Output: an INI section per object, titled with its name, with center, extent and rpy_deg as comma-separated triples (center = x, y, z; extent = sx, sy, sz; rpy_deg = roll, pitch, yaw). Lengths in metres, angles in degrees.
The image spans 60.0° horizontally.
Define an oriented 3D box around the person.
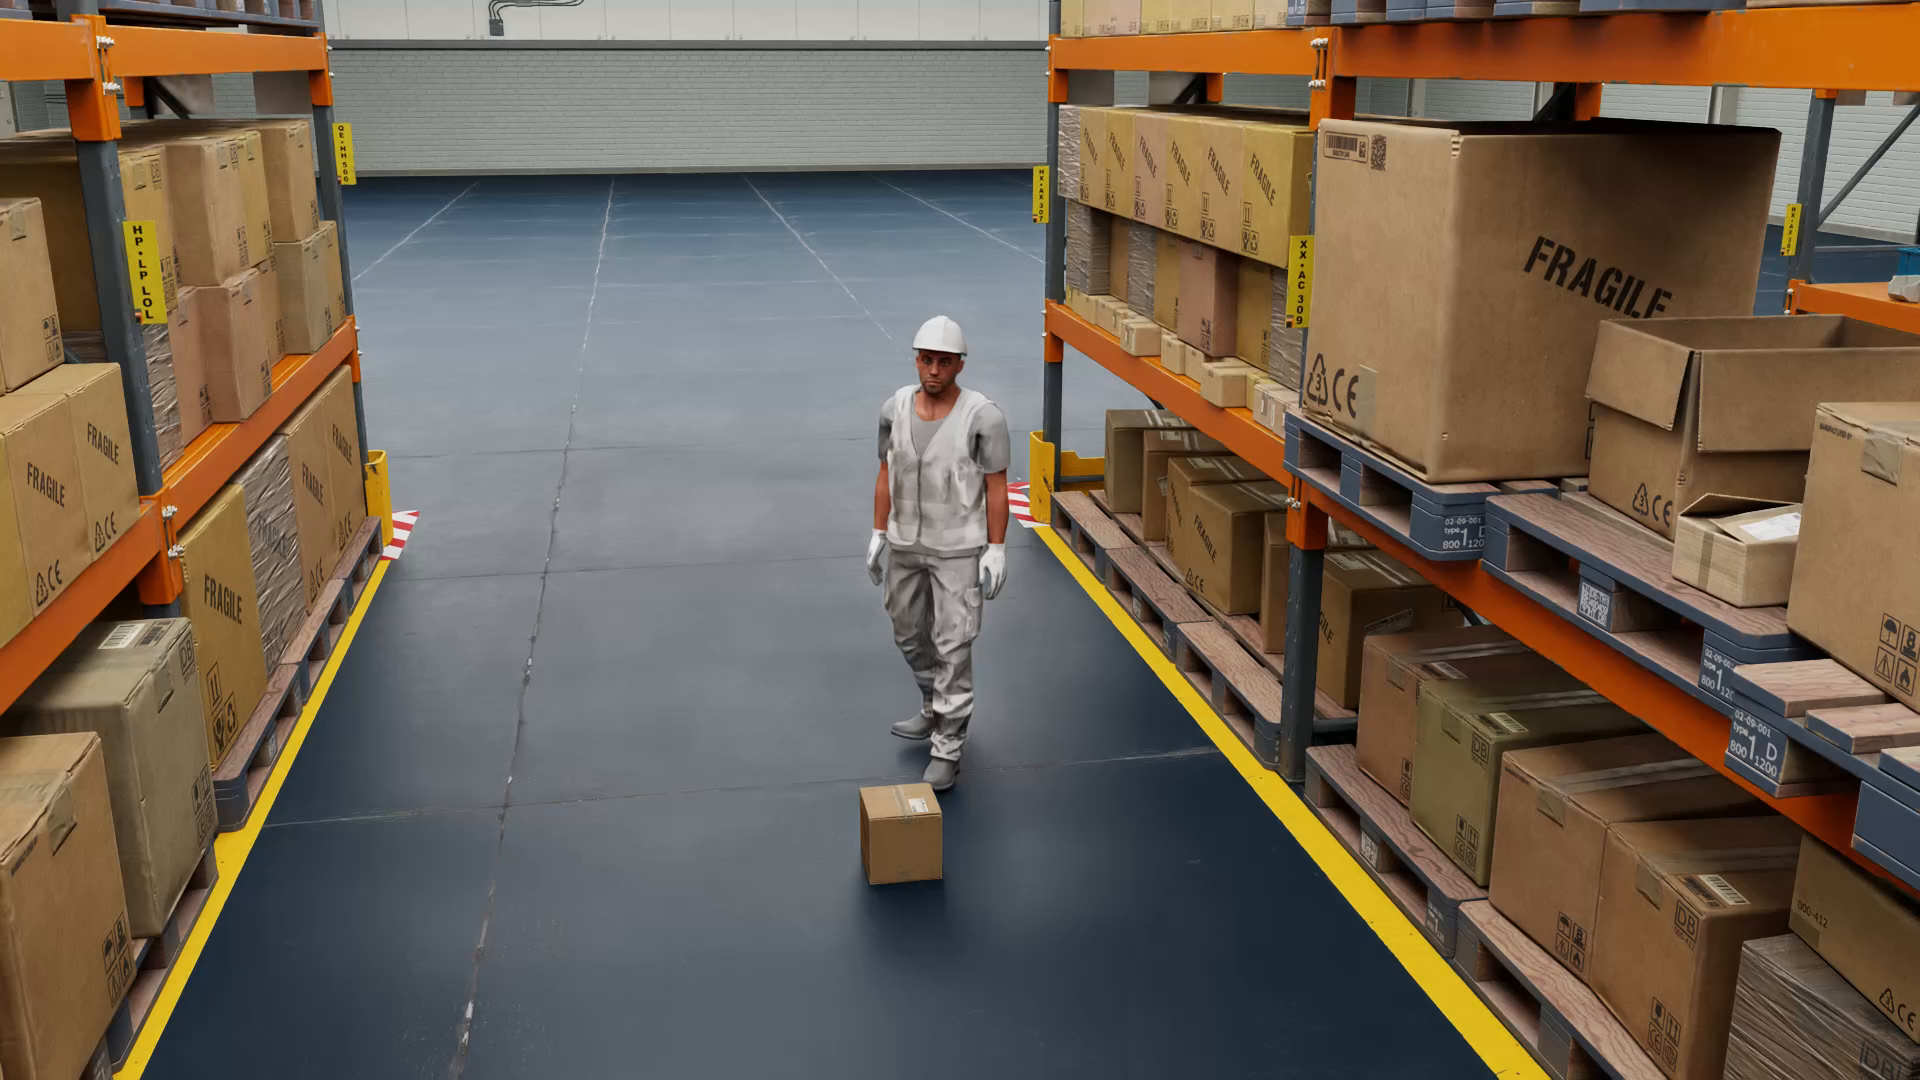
[person]
center = -0.078, 0.029, 6.375
extent = 0.557, 1.795, 0.609
rpy_deg = 8, 18, 26
